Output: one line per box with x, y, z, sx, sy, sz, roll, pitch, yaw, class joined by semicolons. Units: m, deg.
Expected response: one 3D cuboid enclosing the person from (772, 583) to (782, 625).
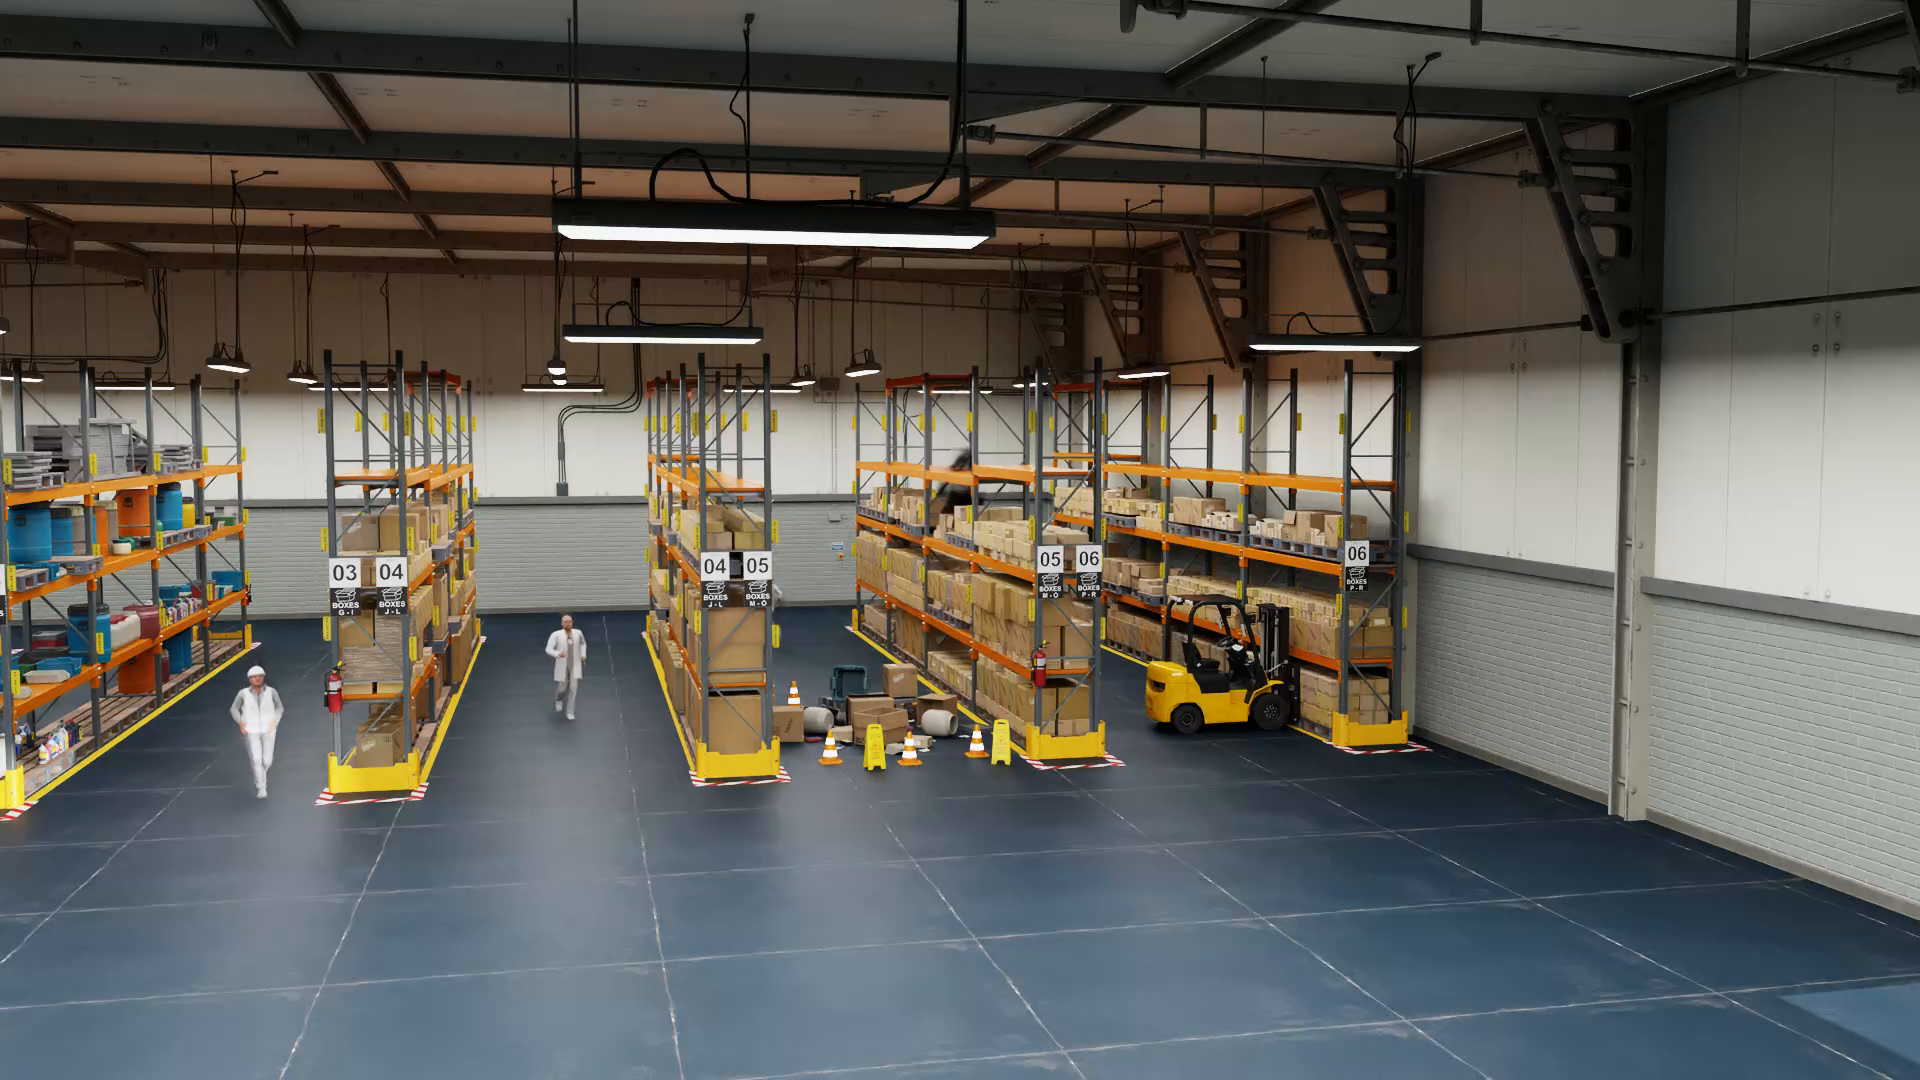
-4.404;1.543;38.177;0.513;1.568;0.628;-2;4;-27;person

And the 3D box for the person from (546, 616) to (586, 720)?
-6.687;2.153;28.307;0.718;1.746;0.834;-2;4;-25;person

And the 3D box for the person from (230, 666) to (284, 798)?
-9.524;2.571;22.545;0.665;1.754;0.719;-2;5;-30;person
